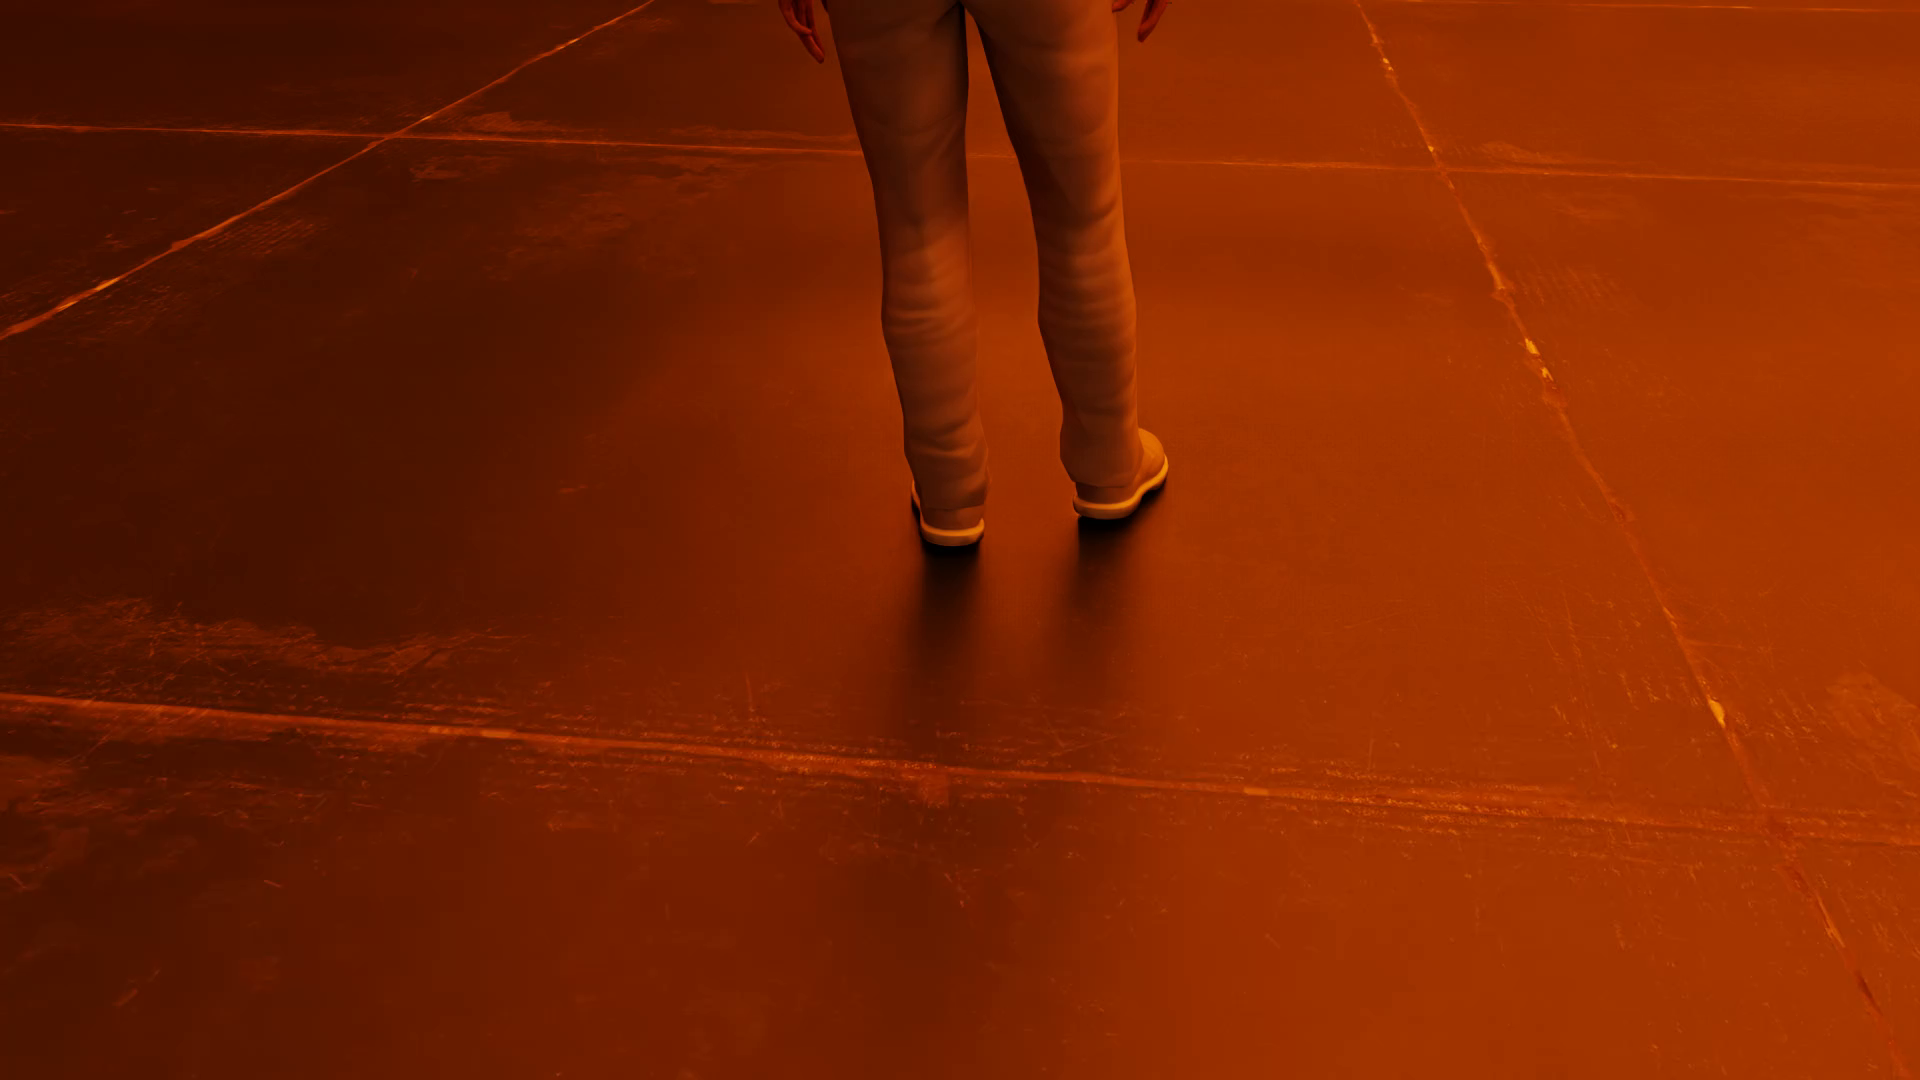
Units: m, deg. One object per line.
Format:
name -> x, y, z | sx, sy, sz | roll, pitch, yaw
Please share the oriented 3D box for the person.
person -> 0.030, -0.796, 2.183 | 0.569, 1.693, 0.528 | 3, 27, 7
